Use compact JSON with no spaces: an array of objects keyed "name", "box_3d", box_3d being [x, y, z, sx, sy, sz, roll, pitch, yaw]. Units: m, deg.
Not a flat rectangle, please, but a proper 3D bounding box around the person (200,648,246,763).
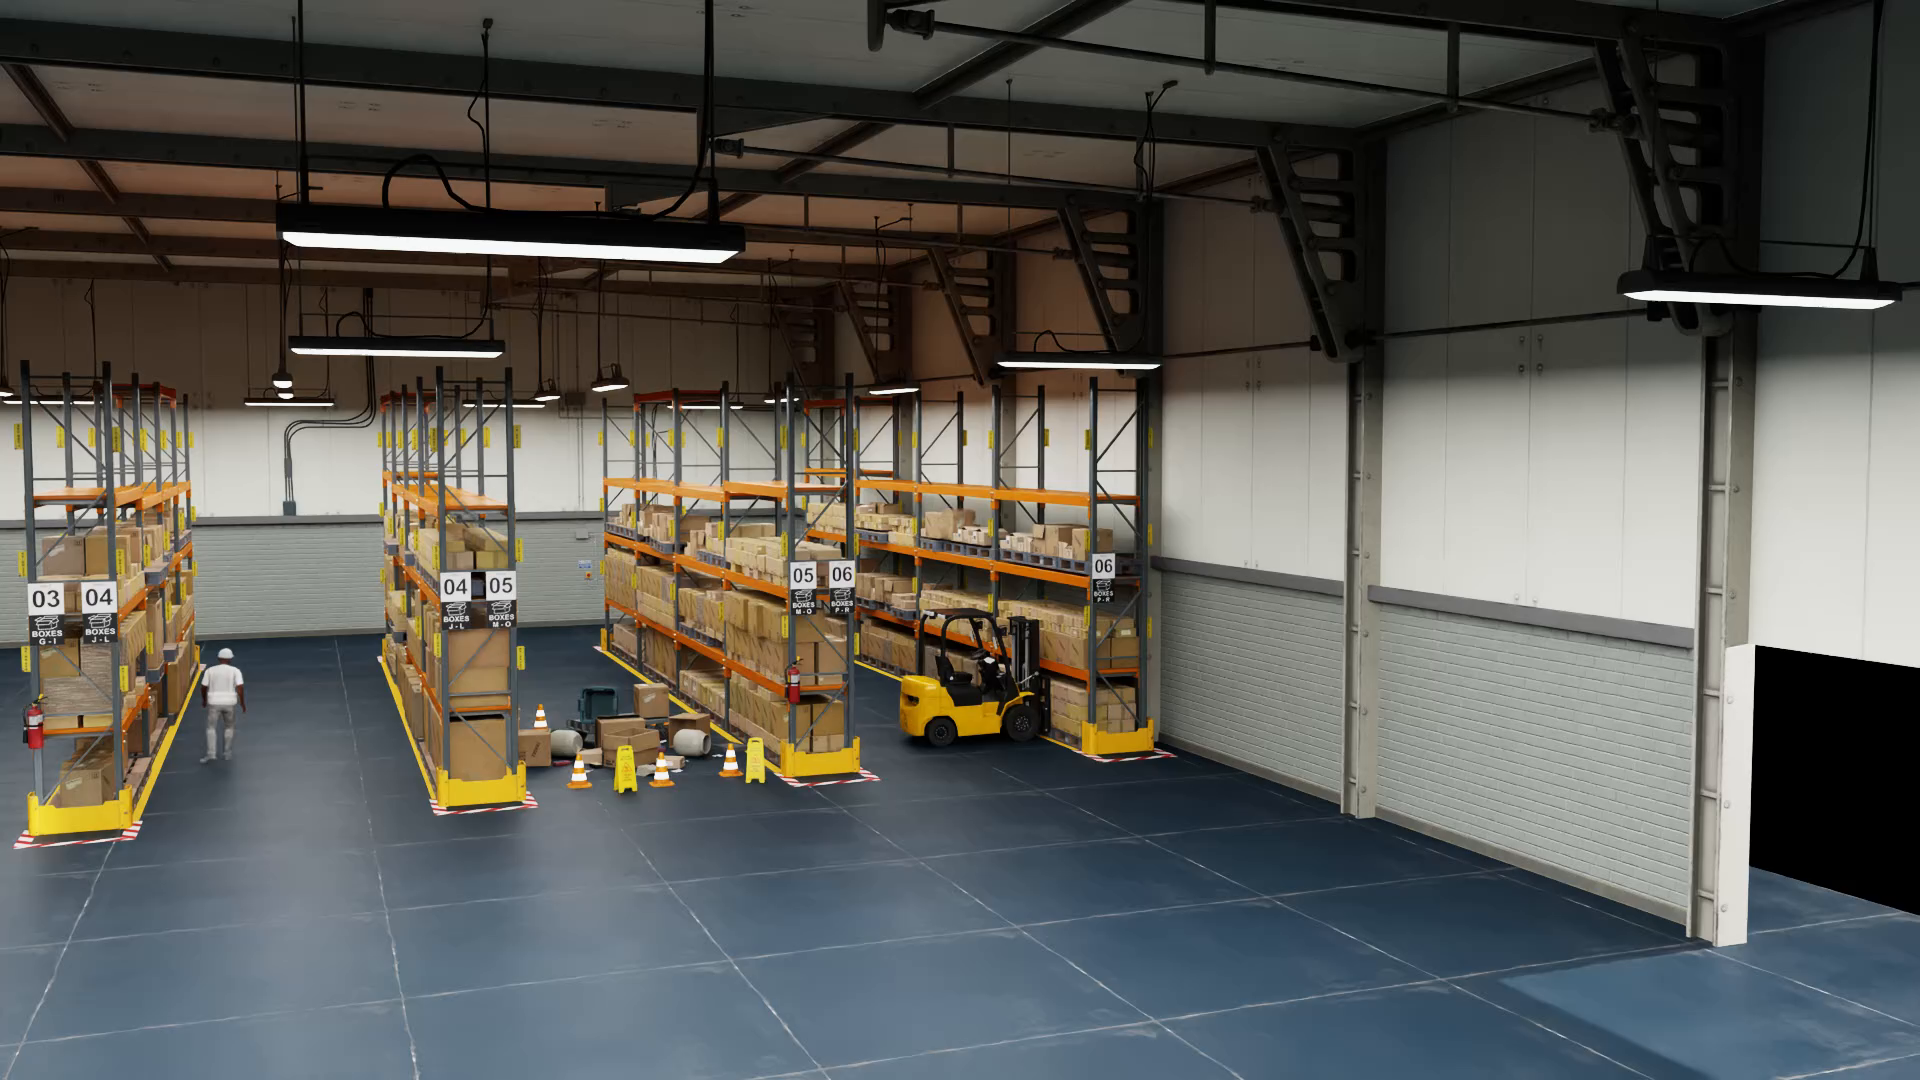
[{"name":"person","box_3d":[-11.507,2.580,25.944,0.666,1.747,0.661,-1,4,-20]}]
